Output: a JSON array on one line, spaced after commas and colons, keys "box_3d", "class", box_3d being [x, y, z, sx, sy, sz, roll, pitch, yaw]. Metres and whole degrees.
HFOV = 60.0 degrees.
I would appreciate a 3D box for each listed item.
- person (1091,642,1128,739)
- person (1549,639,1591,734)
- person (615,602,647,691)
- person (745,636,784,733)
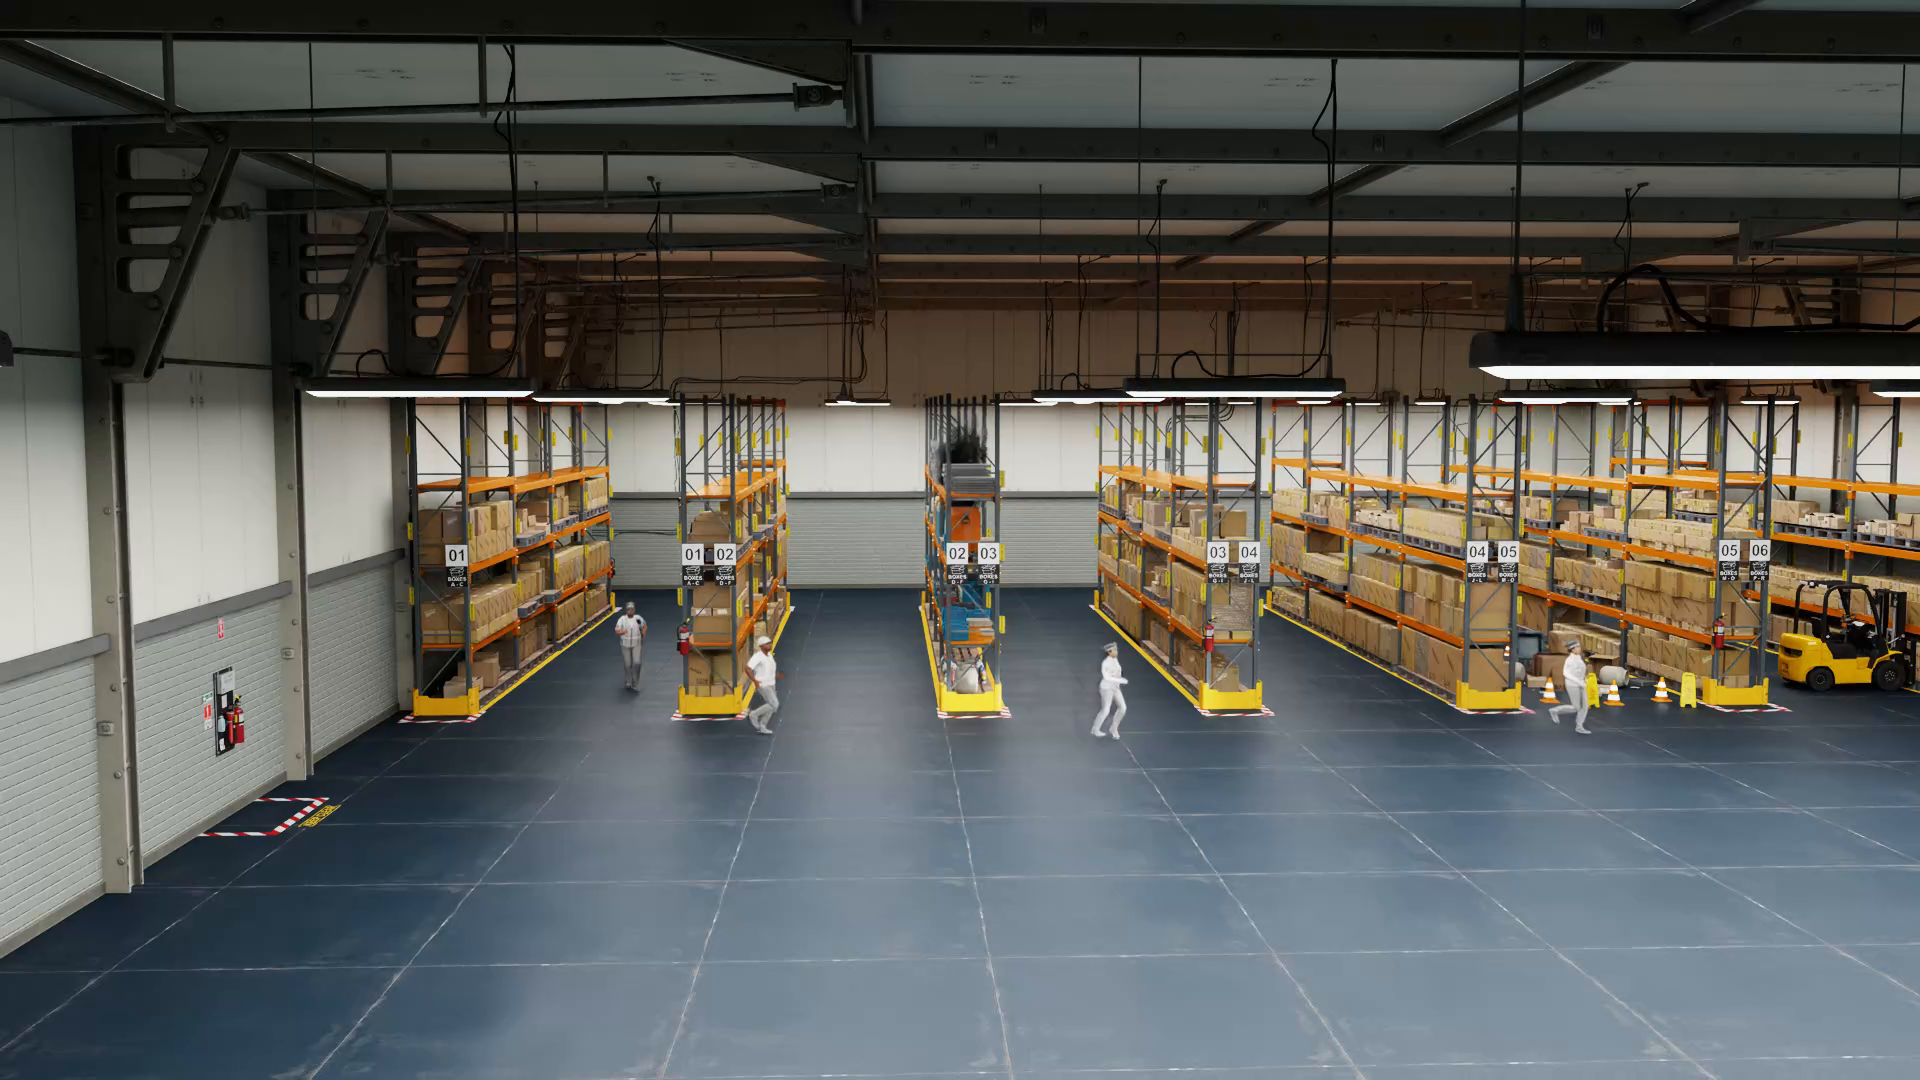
[{"box_3d": [2.622, 2.624, 28.793, 0.705, 1.746, 0.628, 3, 5, 32], "class": "person"}, {"box_3d": [10.836, 2.575, 29.411, 0.726, 1.668, 0.630, 4, 6, 41], "class": "person"}, {"box_3d": [-6.690, 2.175, 33.871, 0.640, 1.831, 0.727, -1, 5, -12], "class": "person"}, {"box_3d": [-3.400, 2.553, 29.269, 0.579, 1.724, 0.698, 2, 5, 19], "class": "person"}]
